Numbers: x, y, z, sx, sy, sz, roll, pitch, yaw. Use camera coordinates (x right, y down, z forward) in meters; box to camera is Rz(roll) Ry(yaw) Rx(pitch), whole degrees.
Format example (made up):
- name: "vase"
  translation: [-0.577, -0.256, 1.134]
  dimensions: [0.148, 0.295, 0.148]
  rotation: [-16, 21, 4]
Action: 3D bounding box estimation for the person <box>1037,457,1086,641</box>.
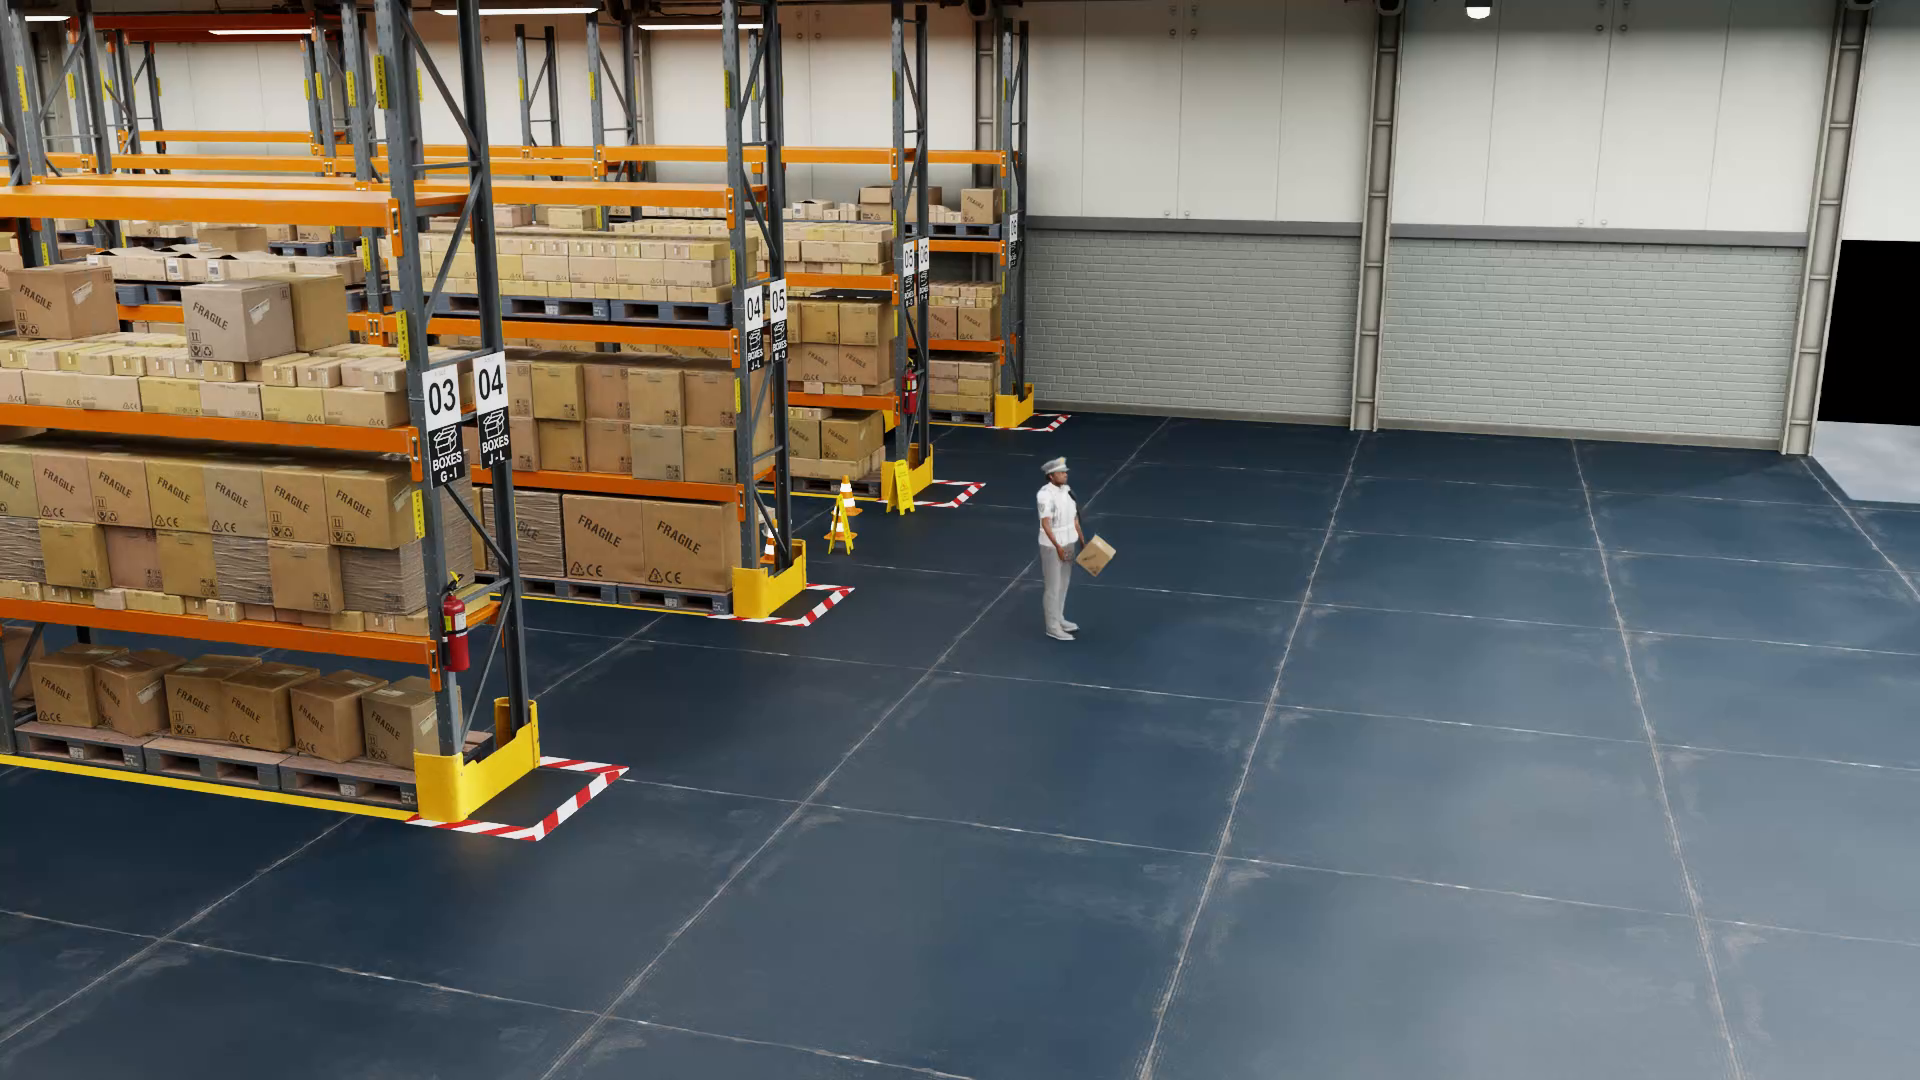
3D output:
- name: "person"
  translation: [0.984, 0.057, 15.652]
  dimensions: [0.514, 1.697, 0.488]
  rotation: [13, 20, 41]
